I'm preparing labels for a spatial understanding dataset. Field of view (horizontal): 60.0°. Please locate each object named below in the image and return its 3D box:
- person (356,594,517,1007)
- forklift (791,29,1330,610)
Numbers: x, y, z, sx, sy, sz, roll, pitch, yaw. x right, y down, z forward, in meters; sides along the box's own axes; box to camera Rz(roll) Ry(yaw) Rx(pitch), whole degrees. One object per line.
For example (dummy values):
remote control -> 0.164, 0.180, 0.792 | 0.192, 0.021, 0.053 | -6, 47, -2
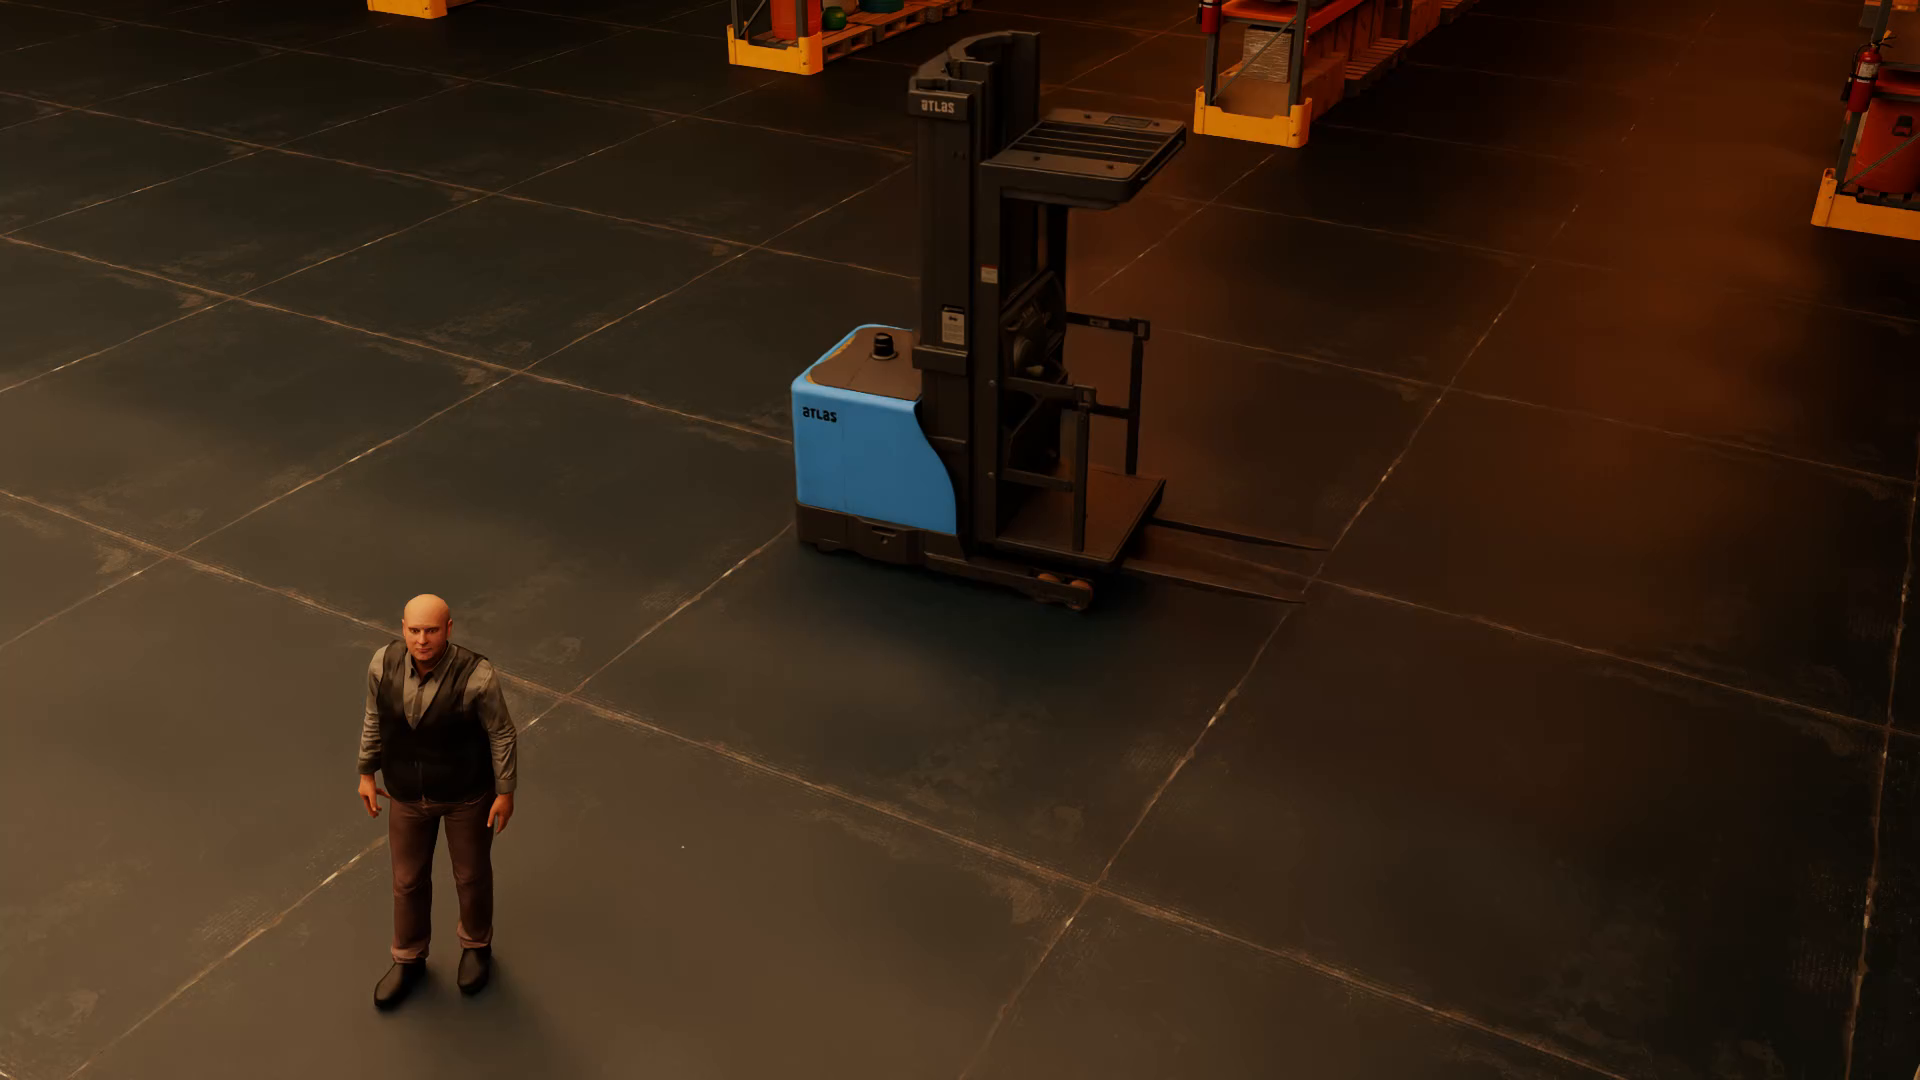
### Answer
person -> -2.050, 1.021, 6.497 | 0.632, 1.720, 0.569 | 3, 30, 5
forklift -> 0.590, -1.177, 9.110 | 3.031, 2.935, 1.130 | 11, 32, 19
